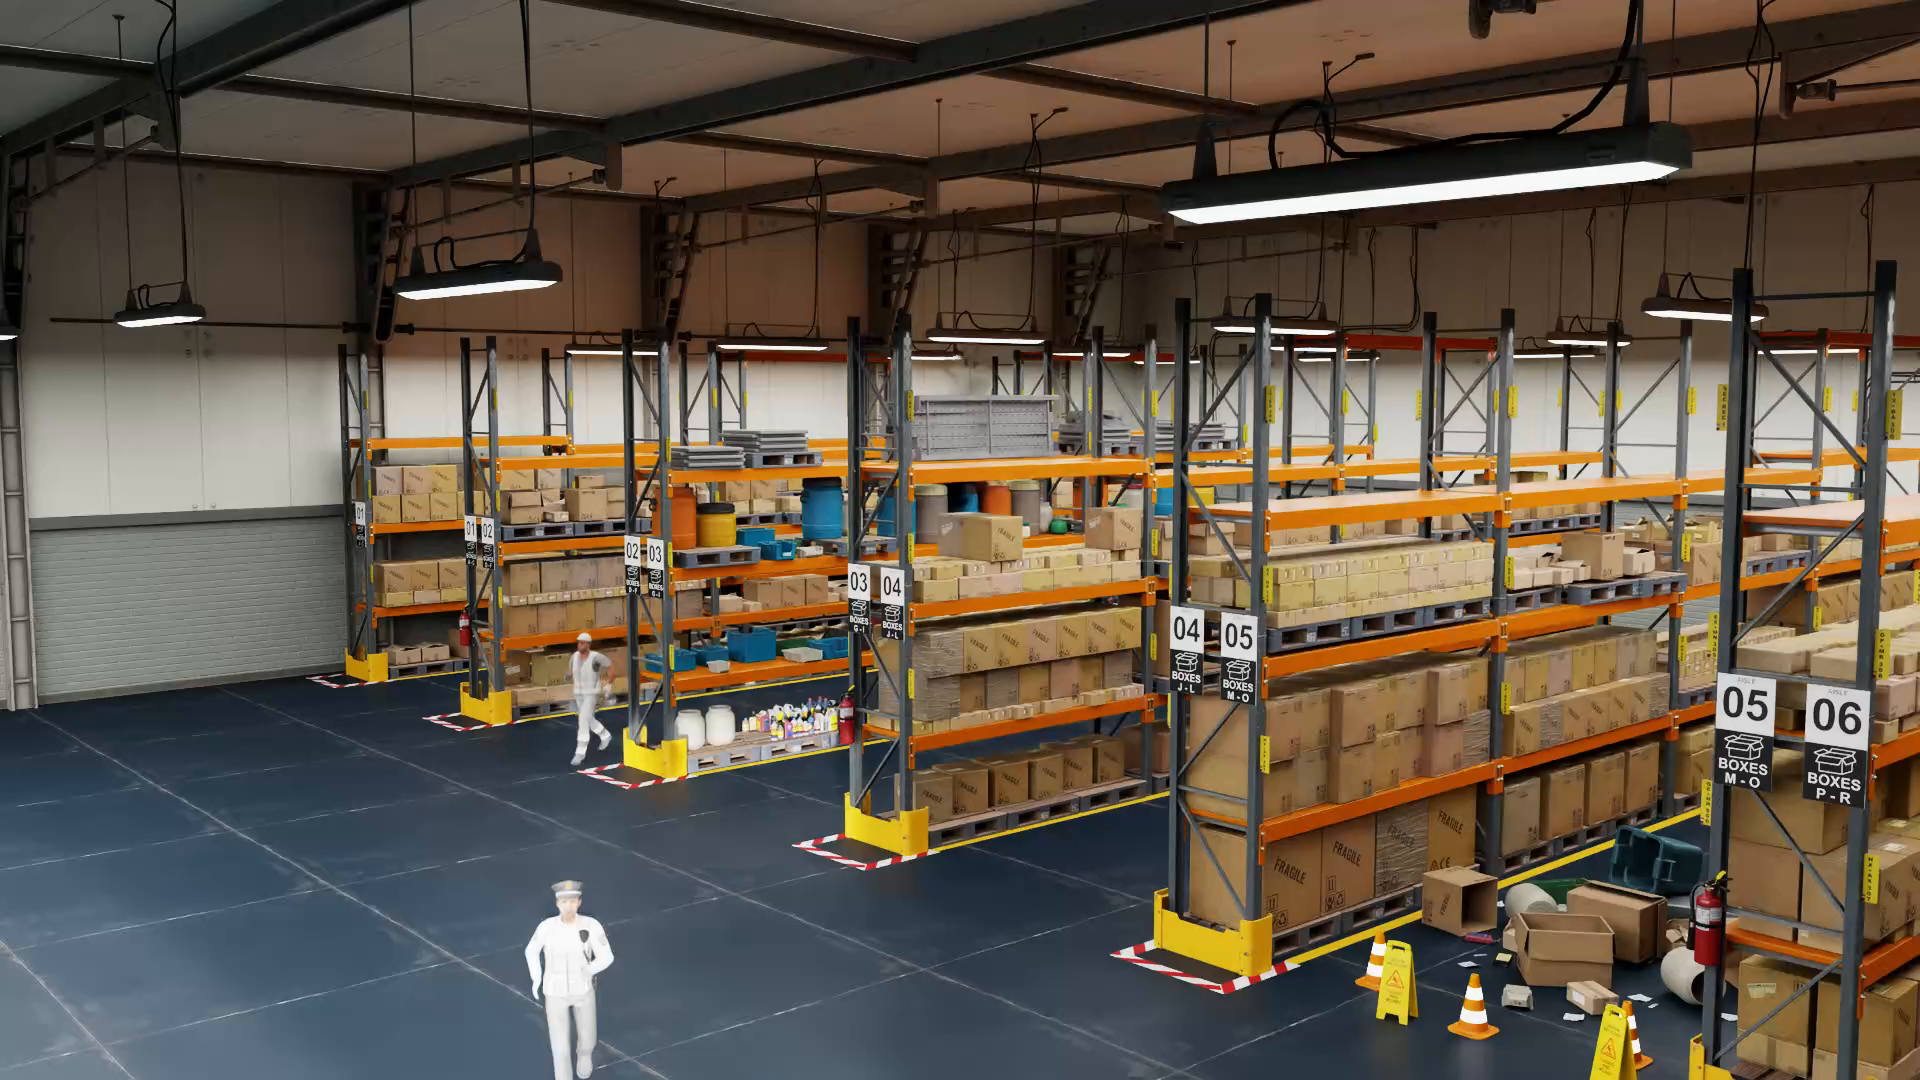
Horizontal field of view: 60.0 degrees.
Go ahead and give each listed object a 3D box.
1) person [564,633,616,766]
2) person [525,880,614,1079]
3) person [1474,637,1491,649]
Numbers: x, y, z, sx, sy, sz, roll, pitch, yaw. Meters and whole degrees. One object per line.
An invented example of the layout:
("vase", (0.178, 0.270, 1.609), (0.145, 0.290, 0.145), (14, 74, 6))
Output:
("person", (-5.221, 2.184, 23.349), (0.691, 1.796, 0.954), (3, 6, 29))
("person", (-2.805, 3.255, 11.954), (0.624, 1.668, 0.822), (-1, 5, -12))
("person", (7.615, 2.154, 23.922), (0.648, 1.775, 0.851), (5, 7, 42))
